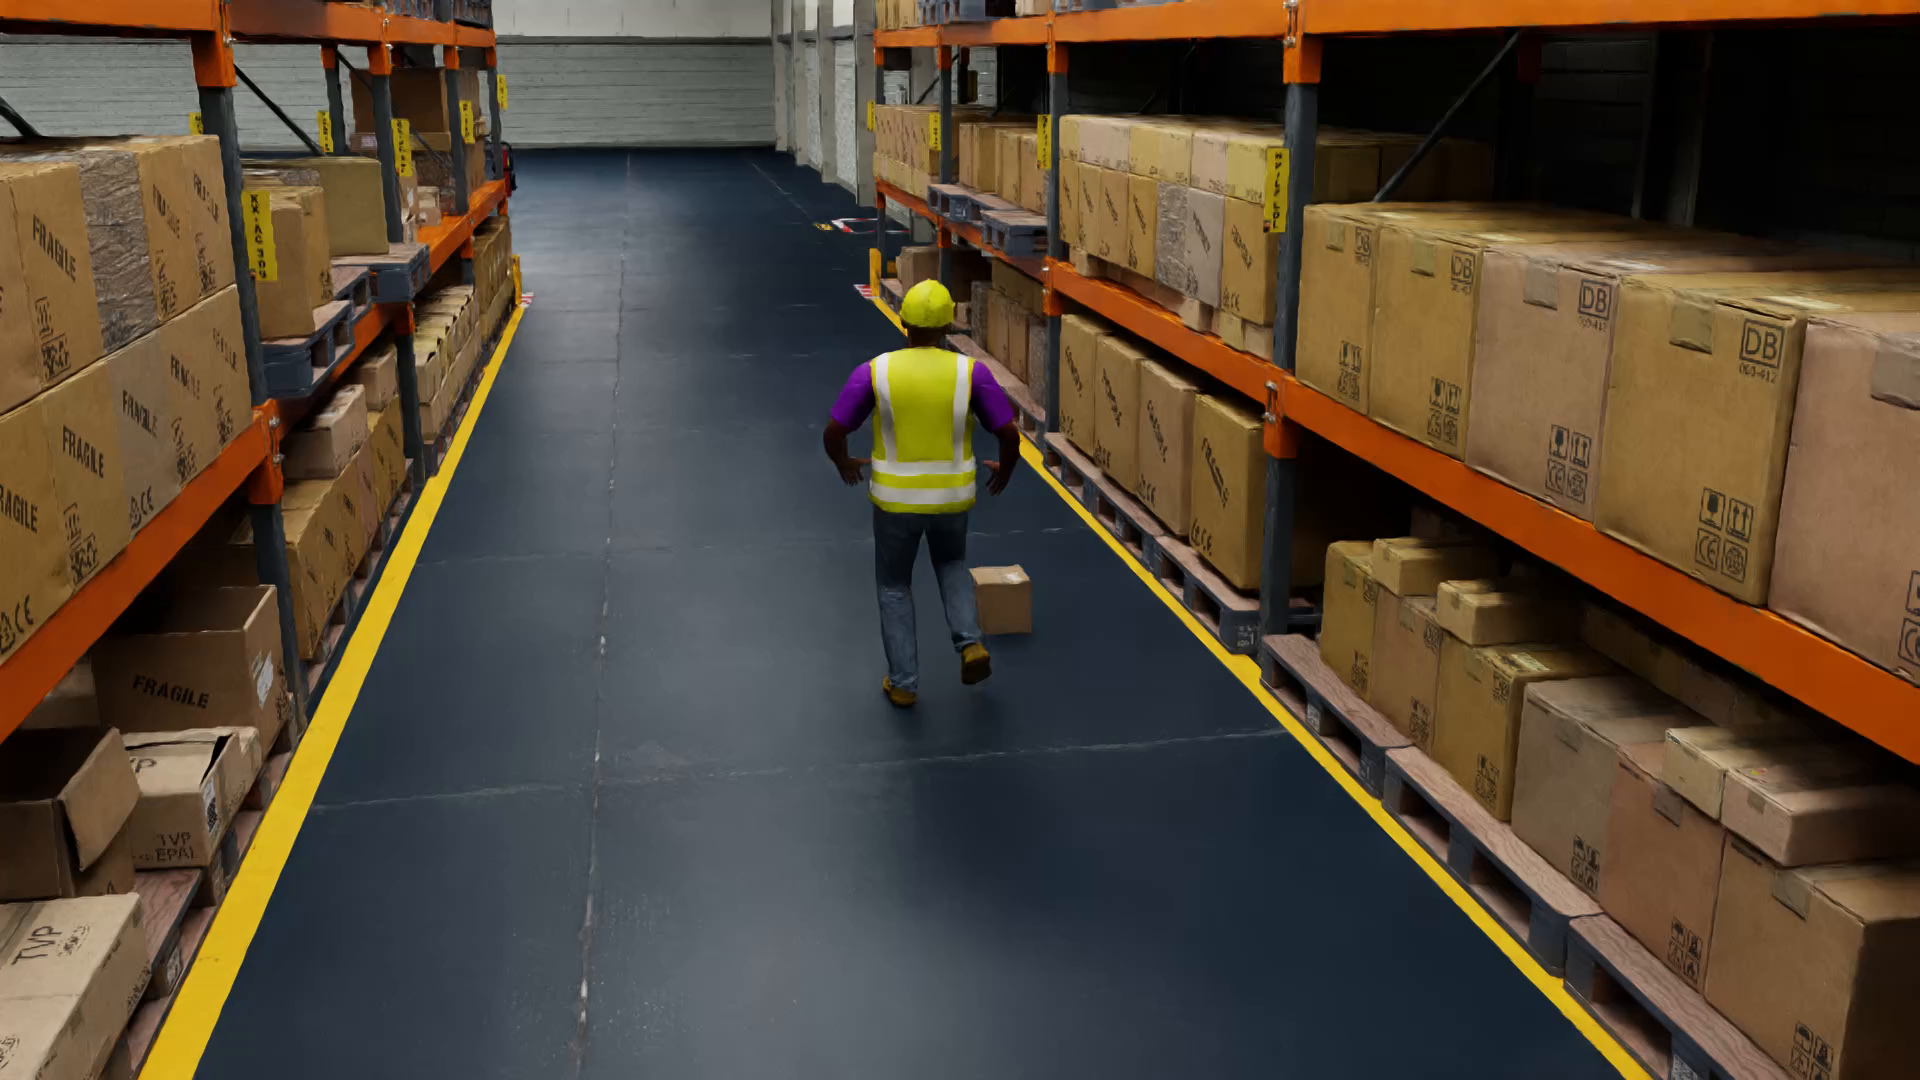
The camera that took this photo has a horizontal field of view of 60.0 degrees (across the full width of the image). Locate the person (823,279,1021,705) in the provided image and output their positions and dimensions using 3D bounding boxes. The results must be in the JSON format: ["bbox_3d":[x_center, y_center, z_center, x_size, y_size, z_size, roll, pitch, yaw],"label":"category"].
[{"bbox_3d":[-0.167,-0.183,6.678,0.766,1.737,0.518,-3,16,-10],"label":"person"}]
